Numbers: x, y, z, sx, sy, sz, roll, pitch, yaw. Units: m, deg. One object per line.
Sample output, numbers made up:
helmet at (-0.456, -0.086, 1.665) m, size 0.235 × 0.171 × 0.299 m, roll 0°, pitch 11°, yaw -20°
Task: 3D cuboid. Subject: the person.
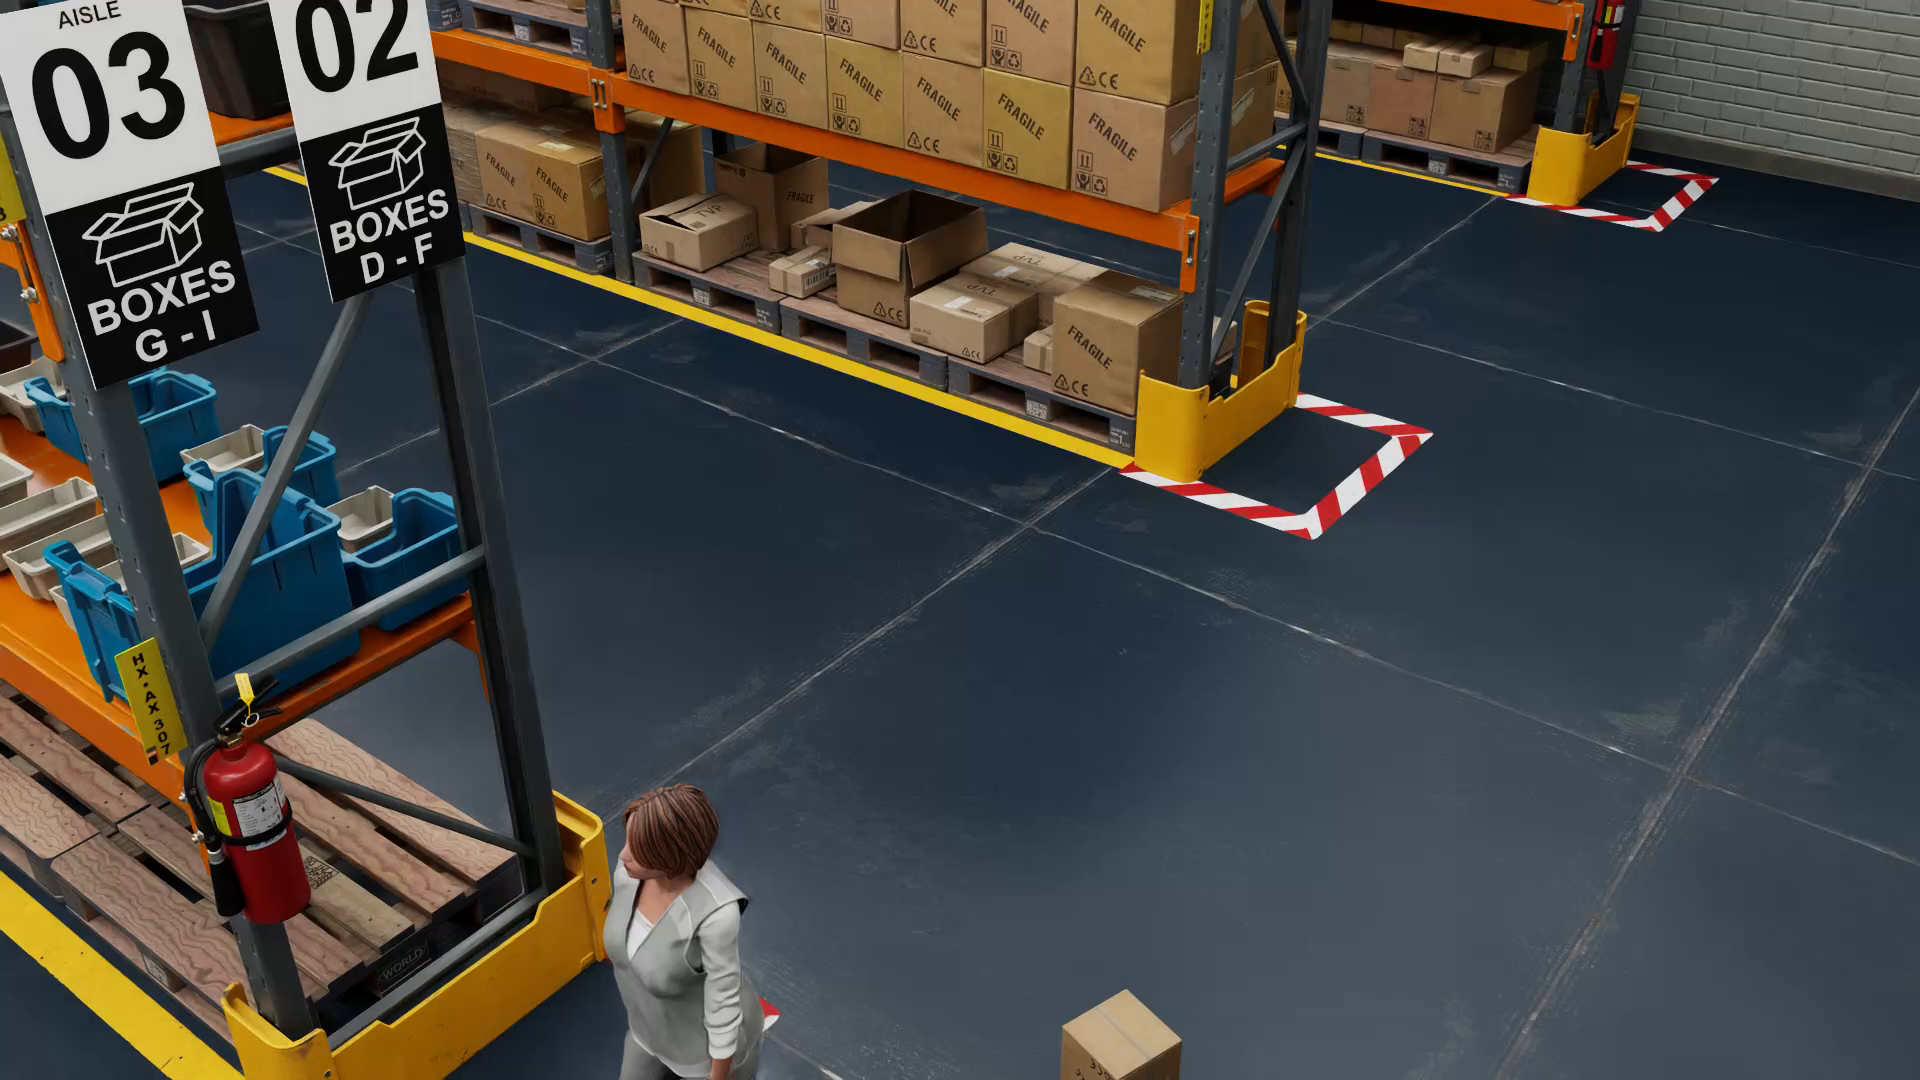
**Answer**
person at (-0.628, 1.192, 4.145) m, size 0.419 × 1.578 × 0.484 m, roll 24°, pitch 39°, yaw 34°
